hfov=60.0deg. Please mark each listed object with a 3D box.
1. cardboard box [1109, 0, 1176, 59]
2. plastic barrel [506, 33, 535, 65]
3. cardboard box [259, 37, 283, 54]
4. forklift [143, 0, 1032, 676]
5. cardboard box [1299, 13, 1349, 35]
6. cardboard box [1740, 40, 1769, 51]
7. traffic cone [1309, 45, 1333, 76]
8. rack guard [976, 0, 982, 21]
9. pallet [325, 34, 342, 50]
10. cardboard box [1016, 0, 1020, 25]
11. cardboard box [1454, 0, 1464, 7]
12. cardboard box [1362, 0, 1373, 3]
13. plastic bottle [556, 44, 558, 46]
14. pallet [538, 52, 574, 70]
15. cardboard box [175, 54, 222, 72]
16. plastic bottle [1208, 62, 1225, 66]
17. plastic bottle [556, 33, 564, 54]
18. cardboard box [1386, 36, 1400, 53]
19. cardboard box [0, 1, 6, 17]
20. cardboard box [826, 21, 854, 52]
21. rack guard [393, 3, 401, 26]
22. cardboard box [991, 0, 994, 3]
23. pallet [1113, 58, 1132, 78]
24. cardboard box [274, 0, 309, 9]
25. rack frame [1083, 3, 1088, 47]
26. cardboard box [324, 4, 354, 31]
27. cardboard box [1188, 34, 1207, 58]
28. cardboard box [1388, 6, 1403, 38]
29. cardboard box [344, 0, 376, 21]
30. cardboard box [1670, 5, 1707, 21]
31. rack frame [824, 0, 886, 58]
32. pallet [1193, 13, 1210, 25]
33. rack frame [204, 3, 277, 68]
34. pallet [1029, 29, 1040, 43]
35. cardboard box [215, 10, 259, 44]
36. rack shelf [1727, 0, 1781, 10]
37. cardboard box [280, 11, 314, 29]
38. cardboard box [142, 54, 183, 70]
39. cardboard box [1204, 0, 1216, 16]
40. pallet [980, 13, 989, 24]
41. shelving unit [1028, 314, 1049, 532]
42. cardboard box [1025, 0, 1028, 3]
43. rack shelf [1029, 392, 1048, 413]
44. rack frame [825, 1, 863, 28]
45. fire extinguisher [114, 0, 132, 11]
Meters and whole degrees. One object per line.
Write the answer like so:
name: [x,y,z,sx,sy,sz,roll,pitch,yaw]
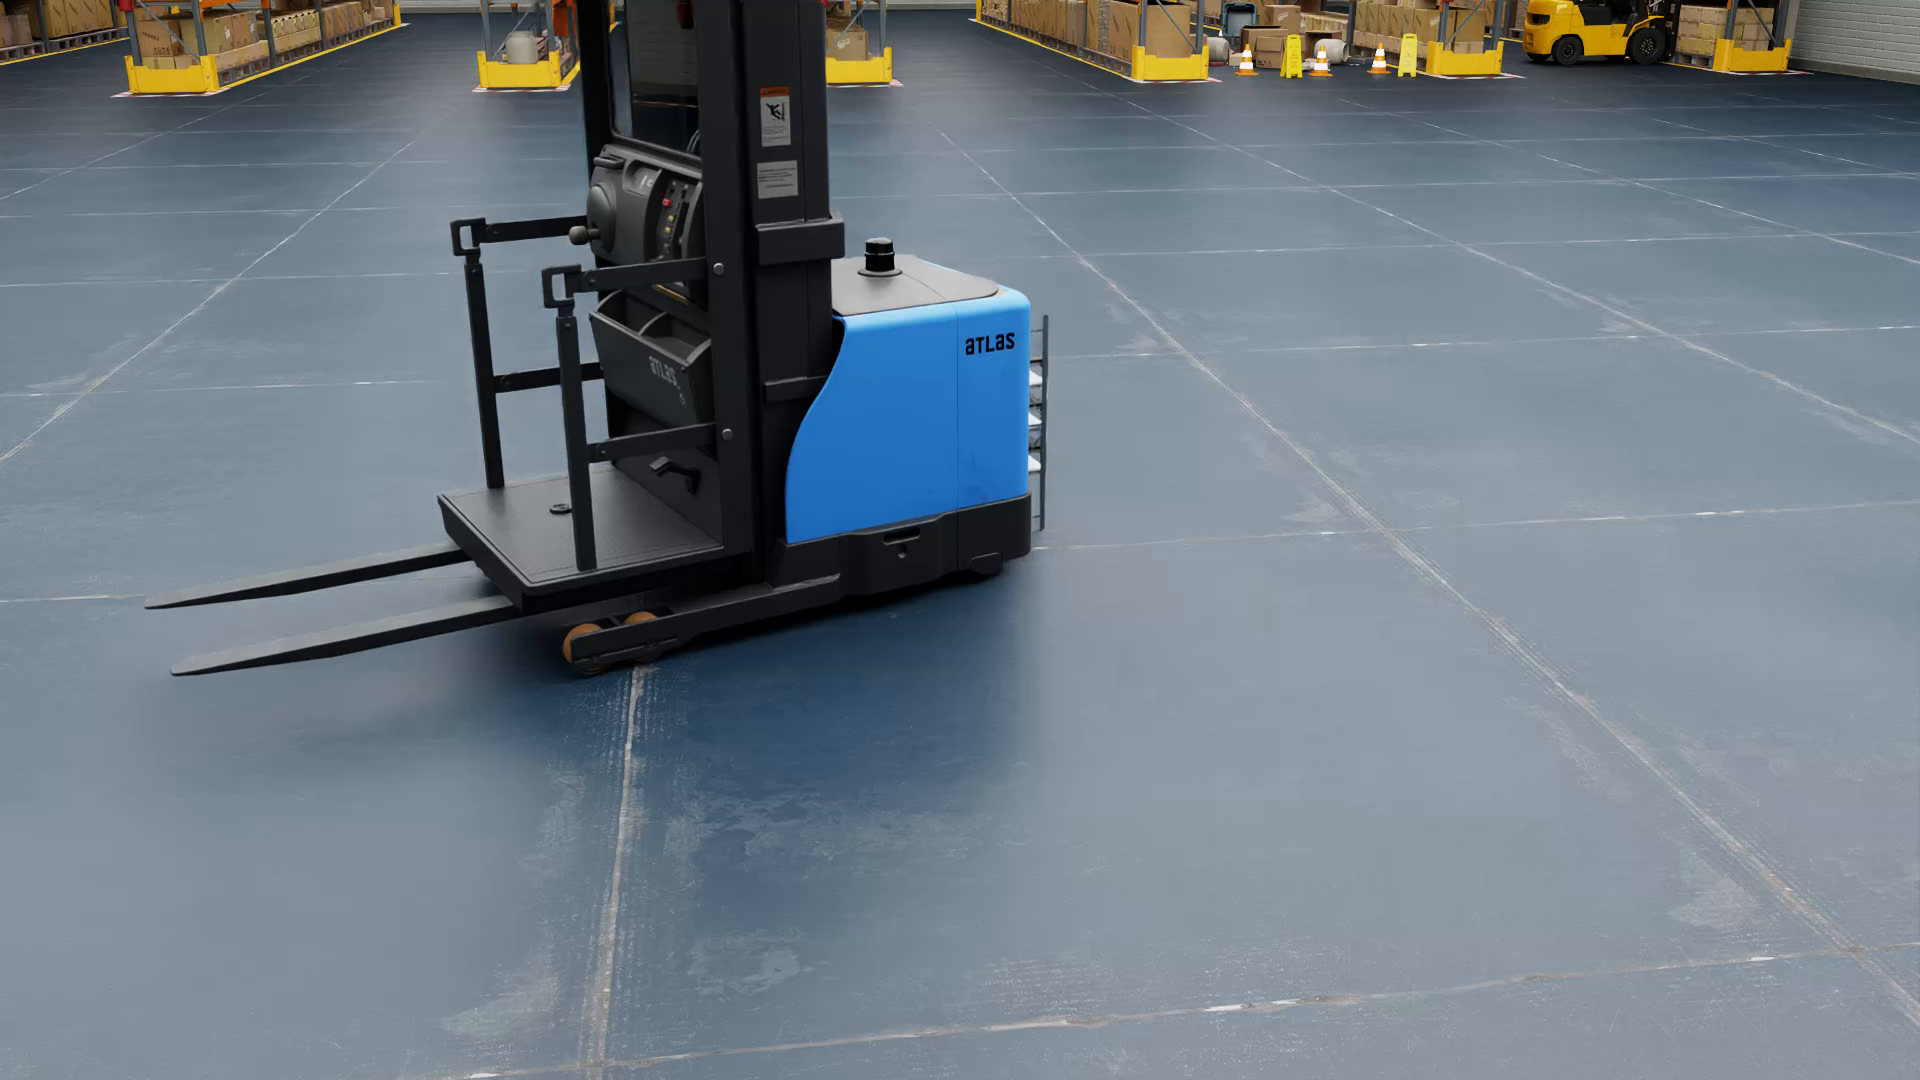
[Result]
cardboard box: [2.998,-8.405,27.368,0.875,0.875,0.875,-3,21,-9]
plastic barrel: [-6.704,-7.458,25.351,0.421,0.512,0.421,0,20,0]
cardboard box: [-11.825,-8.399,28.247,0.500,0.250,0.500,-3,21,-9]
forklift: [-1.252,-1.136,5.569,3.031,2.935,1.130,-12,24,-29]
cardboard box: [7.207,-10.236,32.991,0.950,0.372,0.625,-3,21,-9]
cardboard box: [13.208,-8.292,27.960,0.500,0.250,0.500,-3,21,-8]
traffic cone: [5.786,-7.674,26.600,0.336,0.463,0.334,-3,21,-8]
rack guard: [0.995,-13.010,40.834,1.175,0.500,0.348,-3,21,-8]
pallet: [-12.659,-9.678,32.326,1.003,0.211,1.213,-3,21,-8]
cardboard box: [1.483,-11.395,35.912,0.500,0.500,0.500,-2,21,-5]
cardboard box: [11.357,-11.848,37.124,0.500,0.500,0.500,-4,21,-9]
cardboard box: [7.374,-9.636,29.561,0.380,0.149,0.250,-3,21,-7]
plastic bottle: [-6.550,-7.927,26.924,0.097,0.271,0.097,0,20,0]
pallet: [-7.055,-8.046,27.958,1.003,0.211,1.213,-3,21,-8]
cardboard box: [-11.293,-7.059,24.659,0.500,0.250,0.500,-3,21,-8]
plastic bottle: [4.382,-8.124,28.380,0.283,0.061,0.133,-11,23,-26]
plastic bottle: [-6.704,-8.277,27.748,0.144,0.351,0.185,-4,21,-10]
cardboard box: [7.644,-8.487,28.483,0.500,0.250,0.500,-4,21,-10]
cardboard box: [-17.315,-9.412,29.500,0.500,0.250,0.500,-3,21,-7]
cardboard box: [-2.101,-8.524,28.225,0.500,0.500,0.500,4,21,9]
rack guard: [-13.731,-12.296,38.924,1.175,0.500,0.348,-3,21,-8]
cardboard box: [0.933,-12.694,39.039,0.380,0.149,0.250,-3,21,-7]
pallet: [3.098,-7.634,26.853,1.003,0.211,1.213,-3,21,-8]
cardboard box: [-12.968,-10.441,32.257,0.500,0.250,0.500,-2,21,-6]
rack frame: [2.714,-10.052,29.343,1.000,3.000,0.127,-3,21,-8]
cardboard box: [-12.676,-10.642,33.866,0.500,0.500,0.500,-3,21,-7]
cardboard box: [3.953,-8.397,28.479,0.500,0.500,0.500,1,20,2]
cardboard box: [7.656,-8.832,28.333,0.500,0.500,0.500,-3,21,-9]
cardboard box: [-13.441,-11.795,36.949,0.797,0.503,0.637,-3,21,-8]
cardboard box: [12.549,-9.075,28.627,0.500,0.250,0.500,-3,21,-7]
rack frame: [-1.632,-8.452,25.059,1.000,3.000,0.127,-3,21,-8]
pallet: [6.233,-12.491,39.858,1.003,0.211,1.213,-3,21,-8]
rack frame: [-12.012,-9.339,27.433,1.000,3.000,0.127,-3,21,-8]
pallet: [2.026,-10.401,34.263,1.003,0.211,1.213,-3,21,-8]
cardboard box: [-11.669,-8.275,26.843,0.500,0.500,0.500,-3,21,-8]
rack shelf: [12.797,-9.559,29.051,1.077,0.370,4.000,-3,21,-8]
cardboard box: [-12.188,-9.546,30.517,0.500,0.311,0.500,-3,21,-9]
cardboard box: [-11.805,-7.033,24.589,0.500,0.250,0.500,-3,21,-8]
cardboard box: [6.330,-12.636,39.322,0.875,0.438,0.875,-4,21,-9]
pallet: [1.077,-12.591,40.127,1.003,0.211,1.213,-3,21,-8]
shelving unit: [0.197,-0.481,6.718,0.258,0.900,0.210,-7,22,-19]
cardboard box: [1.638,-11.389,34.822,0.500,0.250,0.500,-2,21,-6]
rack shelf: [0.197,-0.534,6.698,0.258,0.077,0.200,-7,22,-19]
rack frame: [-2.209,-9.837,28.767,1.000,3.000,0.127,-3,21,-8]
fire extinguisher: [-11.878,-7.853,23.566,0.296,0.674,0.183,-3,21,-8]
